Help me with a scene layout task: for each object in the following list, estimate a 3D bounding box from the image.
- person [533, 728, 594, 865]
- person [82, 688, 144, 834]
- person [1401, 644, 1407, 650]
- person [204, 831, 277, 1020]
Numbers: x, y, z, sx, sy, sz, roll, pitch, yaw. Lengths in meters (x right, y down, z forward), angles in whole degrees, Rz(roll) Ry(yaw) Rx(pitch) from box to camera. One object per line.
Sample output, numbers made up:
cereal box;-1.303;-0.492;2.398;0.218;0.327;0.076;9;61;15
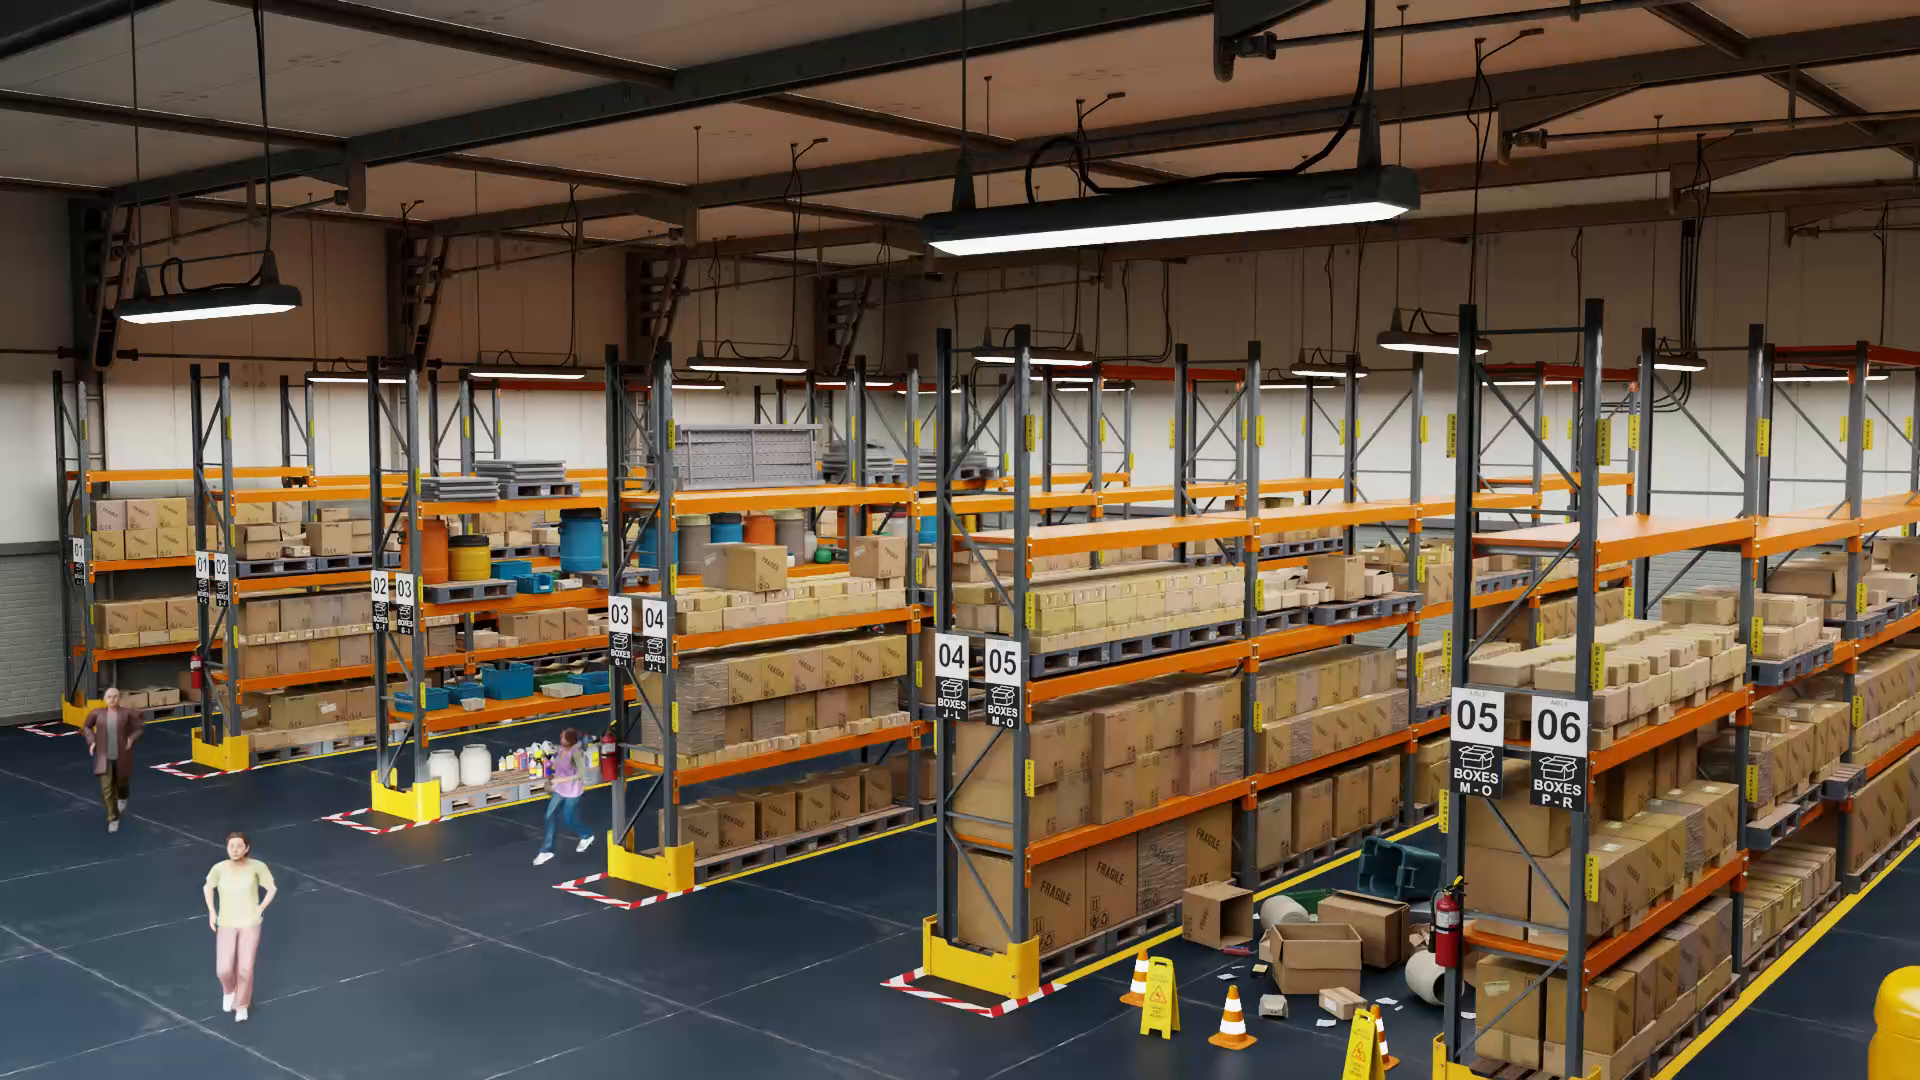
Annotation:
person;-4.586;2.974;19.465;0.570;1.583;0.812;4;5;41
person;-10.781;2.764;21.170;0.698;1.779;0.970;-2;4;-24
person;6.975;2.461;25.946;0.584;1.710;0.667;4;6;43
person;-6.188;3.316;14.301;0.591;1.638;0.530;-1;4;-18
